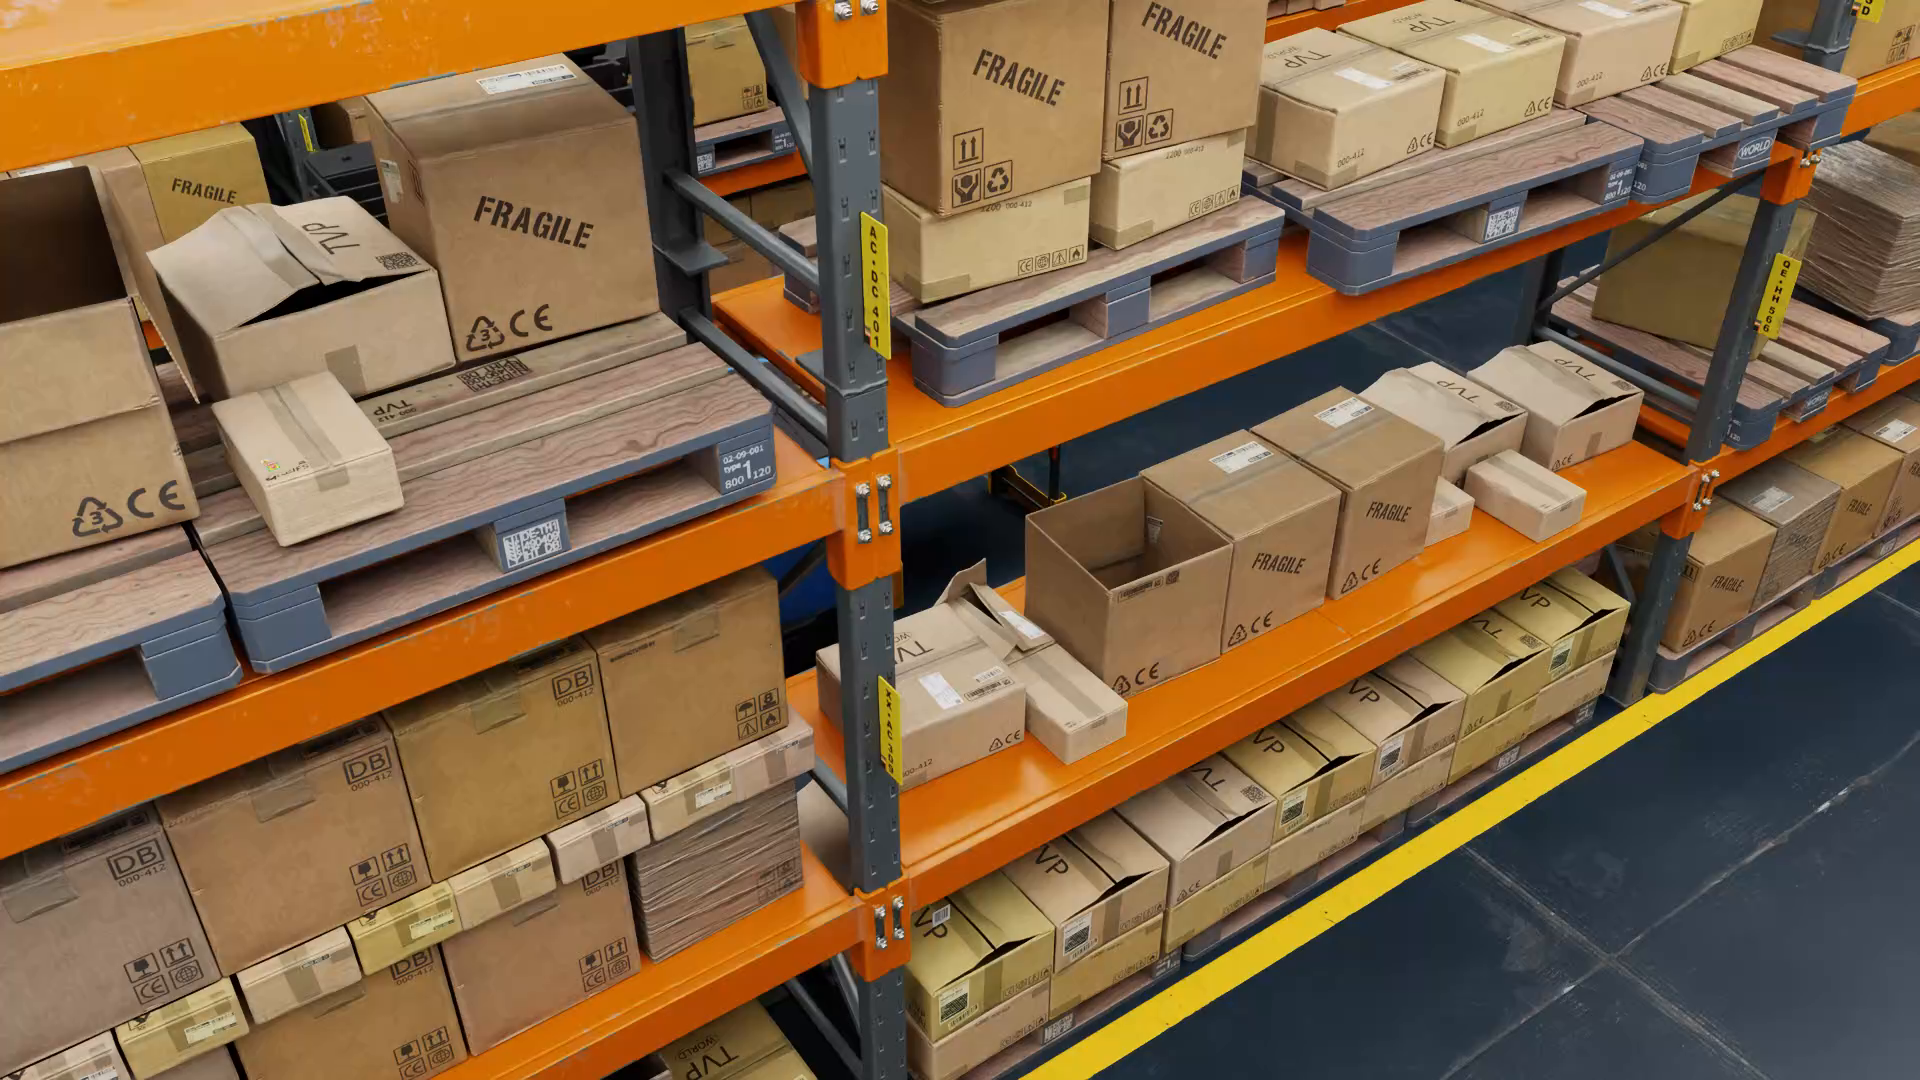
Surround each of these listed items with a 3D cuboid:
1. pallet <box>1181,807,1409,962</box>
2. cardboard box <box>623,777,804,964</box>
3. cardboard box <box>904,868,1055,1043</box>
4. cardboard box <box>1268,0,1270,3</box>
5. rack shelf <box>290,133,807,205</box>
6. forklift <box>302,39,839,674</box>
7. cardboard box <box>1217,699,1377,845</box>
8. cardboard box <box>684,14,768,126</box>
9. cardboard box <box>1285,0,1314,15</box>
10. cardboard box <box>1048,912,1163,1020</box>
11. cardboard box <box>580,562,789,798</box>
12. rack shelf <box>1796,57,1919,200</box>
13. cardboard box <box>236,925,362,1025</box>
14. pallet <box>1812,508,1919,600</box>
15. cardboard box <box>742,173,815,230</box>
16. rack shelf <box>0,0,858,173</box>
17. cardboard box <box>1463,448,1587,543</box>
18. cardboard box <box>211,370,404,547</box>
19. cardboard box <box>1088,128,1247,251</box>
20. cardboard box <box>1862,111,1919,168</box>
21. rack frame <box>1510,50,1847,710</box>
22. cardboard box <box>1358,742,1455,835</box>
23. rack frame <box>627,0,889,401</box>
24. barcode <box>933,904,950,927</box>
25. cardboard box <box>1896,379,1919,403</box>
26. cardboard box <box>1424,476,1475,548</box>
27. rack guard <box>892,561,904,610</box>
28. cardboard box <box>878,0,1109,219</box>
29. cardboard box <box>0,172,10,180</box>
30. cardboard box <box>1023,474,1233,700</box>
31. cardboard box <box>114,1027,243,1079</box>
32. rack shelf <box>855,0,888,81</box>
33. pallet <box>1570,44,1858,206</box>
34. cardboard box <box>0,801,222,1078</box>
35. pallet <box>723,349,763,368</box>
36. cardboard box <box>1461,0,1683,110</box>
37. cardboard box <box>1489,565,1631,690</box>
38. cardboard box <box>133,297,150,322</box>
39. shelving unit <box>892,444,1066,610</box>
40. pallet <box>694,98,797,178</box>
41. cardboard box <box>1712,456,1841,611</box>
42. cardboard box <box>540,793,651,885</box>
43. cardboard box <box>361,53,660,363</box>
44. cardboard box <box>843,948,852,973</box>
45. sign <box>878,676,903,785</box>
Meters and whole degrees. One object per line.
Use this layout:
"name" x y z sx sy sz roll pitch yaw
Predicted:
"pallet" 1.070 1.086 6.872 1.213 0.211 1.003 -22 41 -28
"cardboard box" -0.867 0.745 4.873 0.500 0.500 0.700 -24 42 -29
"cardboard box" -0.026 1.332 5.658 0.500 0.311 0.500 -22 41 -28
"cardboard box" 1.711 -3.803 10.924 0.500 0.500 0.500 -21 41 -27
"rack shelf" -1.730 -2.110 9.544 4.000 0.370 1.077 -22 41 -28
"forklift" -1.828 -0.510 6.762 3.031 2.935 1.130 -21 41 -27
"cardboard box" 1.230 0.814 6.378 0.500 0.311 0.500 -21 41 -27
"cardboard box" -1.479 -2.701 9.288 0.500 0.500 0.700 -22 41 -28
"cardboard box" 2.211 -3.748 11.404 0.250 0.149 0.380 -22 41 -28
"cardboard box" 0.383 1.391 6.056 0.500 0.250 0.500 -21 41 -27
"cardboard box" -0.867 0.219 4.494 0.500 0.500 0.700 -22 41 -28
"rack shelf" 4.397 -2.310 7.254 4.000 0.370 1.077 -22 41 -28
"cardboard box" -1.645 0.950 4.033 0.250 0.149 0.380 -21 41 -27
"pallet" 4.390 -0.221 8.690 1.213 0.211 1.003 -22 41 -28
"cardboard box" -1.155 -2.114 10.056 0.500 0.250 0.500 -22 41 -27
"rack shelf" -2.142 -0.675 2.753 4.000 0.370 1.077 -22 41 -28
"cardboard box" 2.186 -0.175 6.454 0.250 0.149 0.380 -22 41 -28
"cardboard box" -1.336 -0.173 3.402 0.250 0.149 0.380 -22 41 -28
"cardboard box" 0.449 -1.083 4.699 0.500 0.250 0.500 -27 44 -32
"cardboard box" 4.623 -1.645 7.836 0.700 0.500 0.500 26 43 32
"rack frame" 2.762 -0.712 6.984 0.127 3.000 1.000 -22 41 -28
"cardboard box" 1.640 0.870 6.780 0.500 0.250 0.500 -21 41 -27
"rack frame" -0.508 -1.802 3.362 0.127 3.000 1.000 -22 41 -28
"barcode" -0.059 1.193 5.278 0.075 0.075 0.001 -22 41 -28
"cardboard box" 4.974 -0.588 8.575 0.500 0.500 0.500 -22 41 -27
"cardboard box" 1.752 -0.154 6.424 0.250 0.149 0.380 -19 40 -25
"rack guard" -0.469 0.092 8.222 0.087 0.250 0.587 -22 41 -28
"cardboard box" 0.019 -1.187 4.202 0.500 0.500 0.500 -22 41 -27
"cardboard box" -4.395 -1.340 7.326 0.500 0.500 0.500 -24 42 -29
"cardboard box" 0.560 0.165 5.679 0.500 0.500 0.500 -19 40 -25
"cardboard box" -2.124 1.265 4.149 0.500 0.500 0.700 -21 41 -27
"rack shelf" 1.127 -2.020 4.624 4.000 0.370 1.077 -22 41 -28
"pallet" 2.259 -1.582 5.787 1.003 0.211 1.213 -20 40 -26
"cardboard box" -2.097 0.725 3.790 0.500 0.500 0.700 -22 41 -28
"pallet" -1.731 -1.273 10.152 1.213 0.211 1.003 -22 41 -28
"cardboard box" 2.005 -1.675 5.523 0.500 0.250 0.500 -21 41 -27
"cardboard box" 2.476 0.300 7.092 0.500 0.311 0.500 -21 41 -27
"cardboard box" -3.989 -1.209 7.787 0.500 0.250 0.500 -22 41 -28
"shelving unit" -0.062 -0.583 8.090 1.083 1.500 0.587 -22 41 -28
"pallet" -1.689 -2.312 9.373 1.213 0.211 1.003 -22 41 -28
"cardboard box" 3.723 -0.071 7.857 0.500 0.500 0.500 -24 42 -29
"cardboard box" -1.022 0.695 4.387 0.250 0.149 0.380 -24 42 -29
"cardboard box" -1.071 -0.809 3.984 0.500 0.500 0.500 -19 40 -24
"cardboard box" -0.336 1.302 6.180 0.500 0.250 0.500 -23 42 -28
"sign" -0.187 0.514 4.470 0.005 0.325 0.100 -22 41 -28
